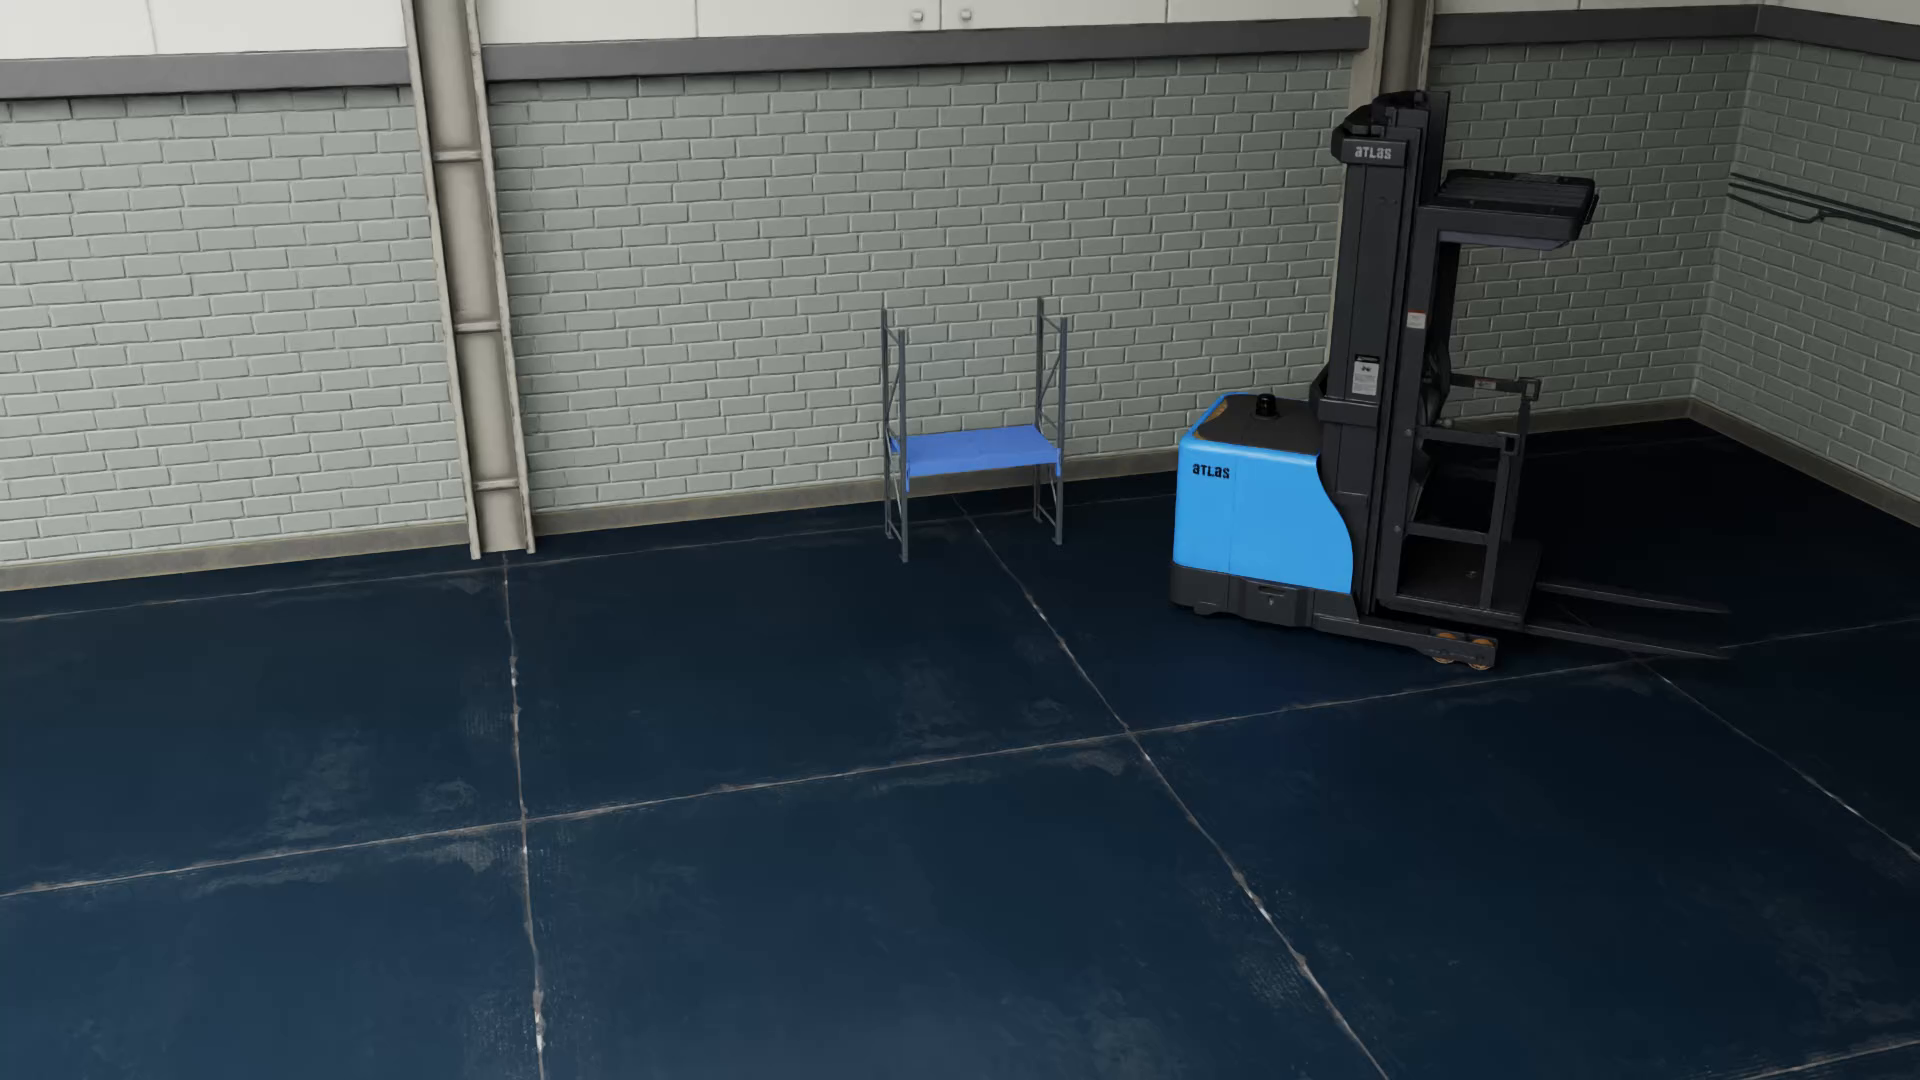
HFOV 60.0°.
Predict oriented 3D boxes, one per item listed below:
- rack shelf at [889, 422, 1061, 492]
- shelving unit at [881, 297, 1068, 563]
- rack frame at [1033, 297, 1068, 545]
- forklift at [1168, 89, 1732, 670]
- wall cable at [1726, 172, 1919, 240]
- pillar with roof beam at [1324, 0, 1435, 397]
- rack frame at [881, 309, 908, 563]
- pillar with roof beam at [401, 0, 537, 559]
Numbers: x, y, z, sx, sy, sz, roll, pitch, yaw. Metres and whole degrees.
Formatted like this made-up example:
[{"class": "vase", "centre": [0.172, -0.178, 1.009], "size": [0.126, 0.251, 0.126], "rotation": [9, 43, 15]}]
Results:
[{"class": "rack shelf", "centre": [0.082, -0.533, 10.546], "size": [1.000, 0.185, 0.538], "rotation": [-6, 24, -14]}, {"class": "shelving unit", "centre": [0.082, -0.698, 10.475], "size": [1.048, 1.500, 0.538], "rotation": [-6, 24, -14]}, {"class": "rack frame", "centre": [0.572, -0.752, 10.602], "size": [0.032, 1.500, 0.500], "rotation": [-6, 24, -14]}, {"class": "forklift", "centre": [2.791, -0.875, 9.072], "size": [3.031, 2.935, 1.130], "rotation": [10, 25, 21]}, {"class": "wall cable", "centre": [6.048, -3.116, 10.537], "size": [0.112, 2.526, 3.097], "rotation": [-6, 24, -14]}, {"class": "pillar with roof beam", "centre": [4.017, -3.096, 6.554], "size": [0.400, 9.000, 9.100], "rotation": [-6, 24, -14]}, {"class": "rack frame", "centre": [-0.407, -0.644, 10.349], "size": [0.032, 1.500, 0.500], "rotation": [-6, 24, -14]}, {"class": "pillar with roof beam", "centre": [-1.760, -2.457, 5.065], "size": [0.400, 9.000, 9.100], "rotation": [-6, 24, -14]}]
